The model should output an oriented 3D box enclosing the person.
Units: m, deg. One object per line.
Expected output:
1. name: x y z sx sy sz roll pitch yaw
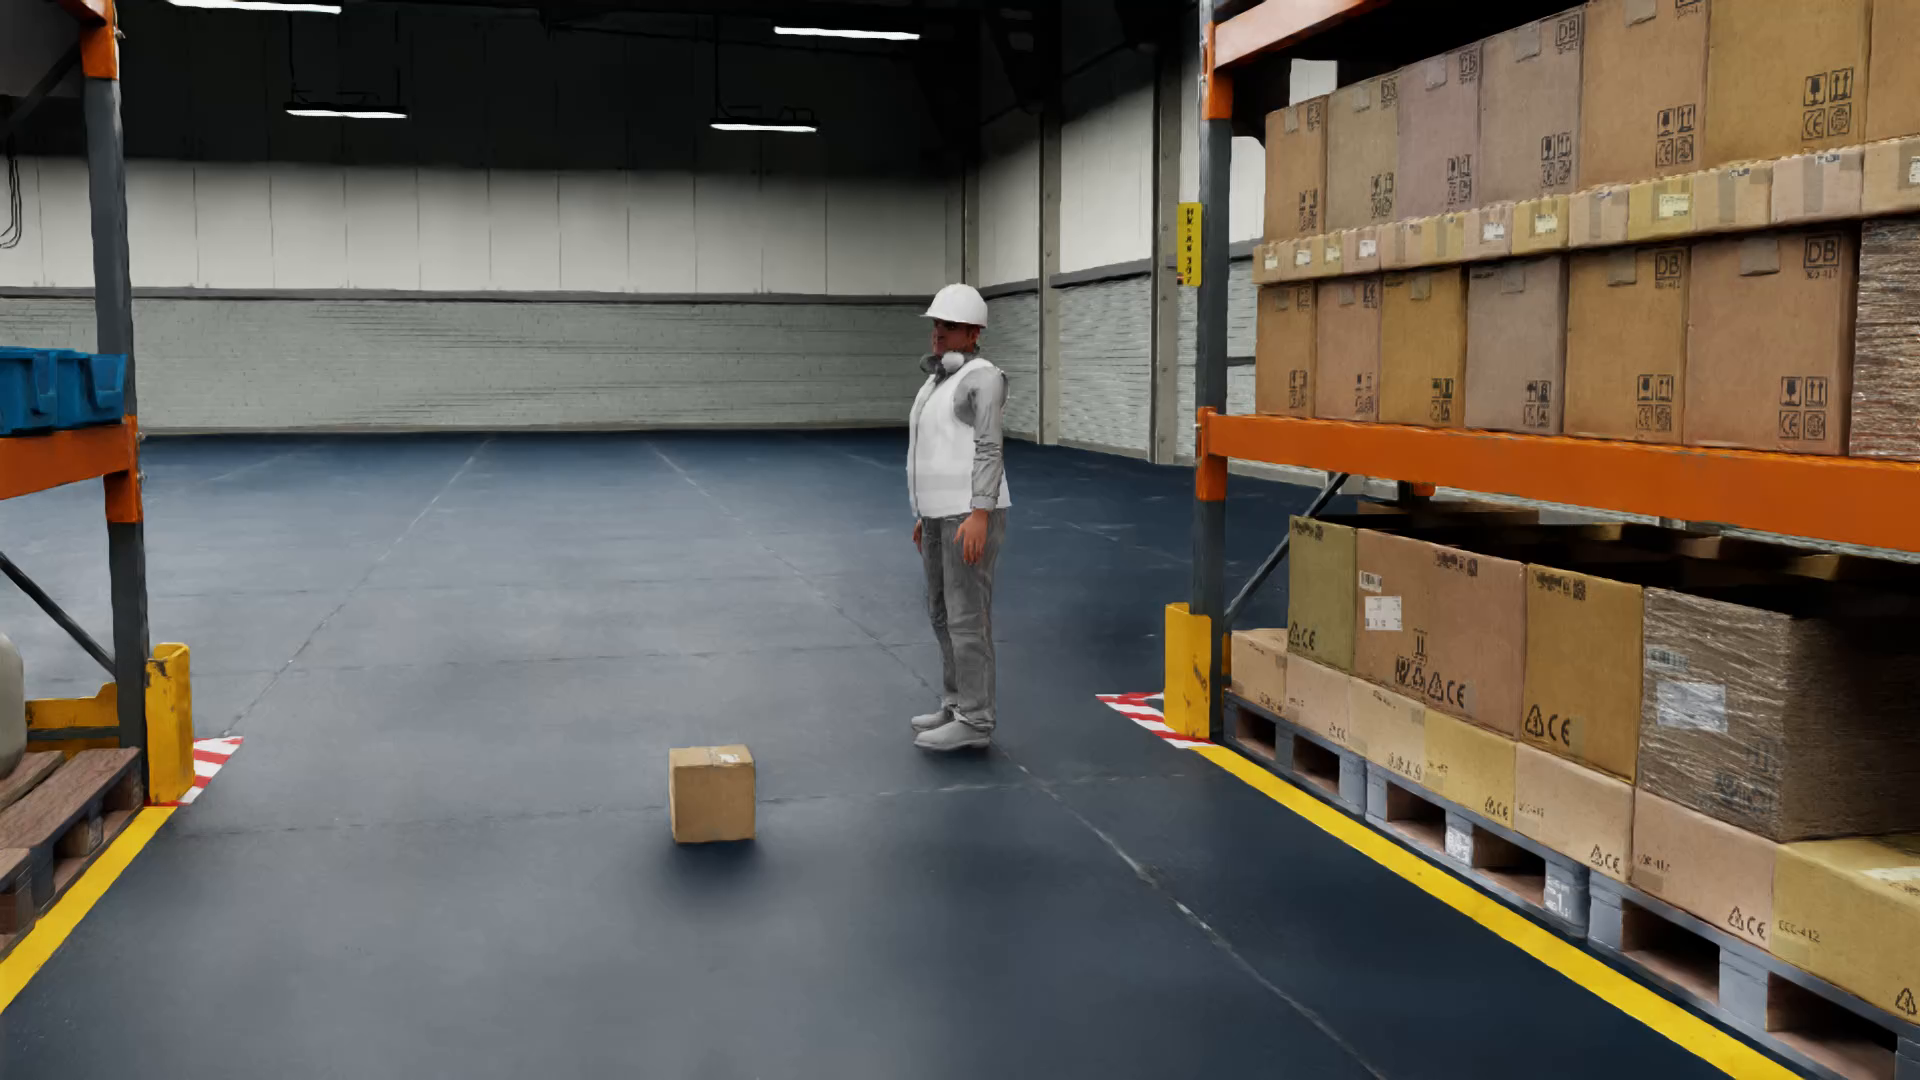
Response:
1. person: -0.029 -0.091 6.430 0.383 1.784 0.591 -2 7 -22
